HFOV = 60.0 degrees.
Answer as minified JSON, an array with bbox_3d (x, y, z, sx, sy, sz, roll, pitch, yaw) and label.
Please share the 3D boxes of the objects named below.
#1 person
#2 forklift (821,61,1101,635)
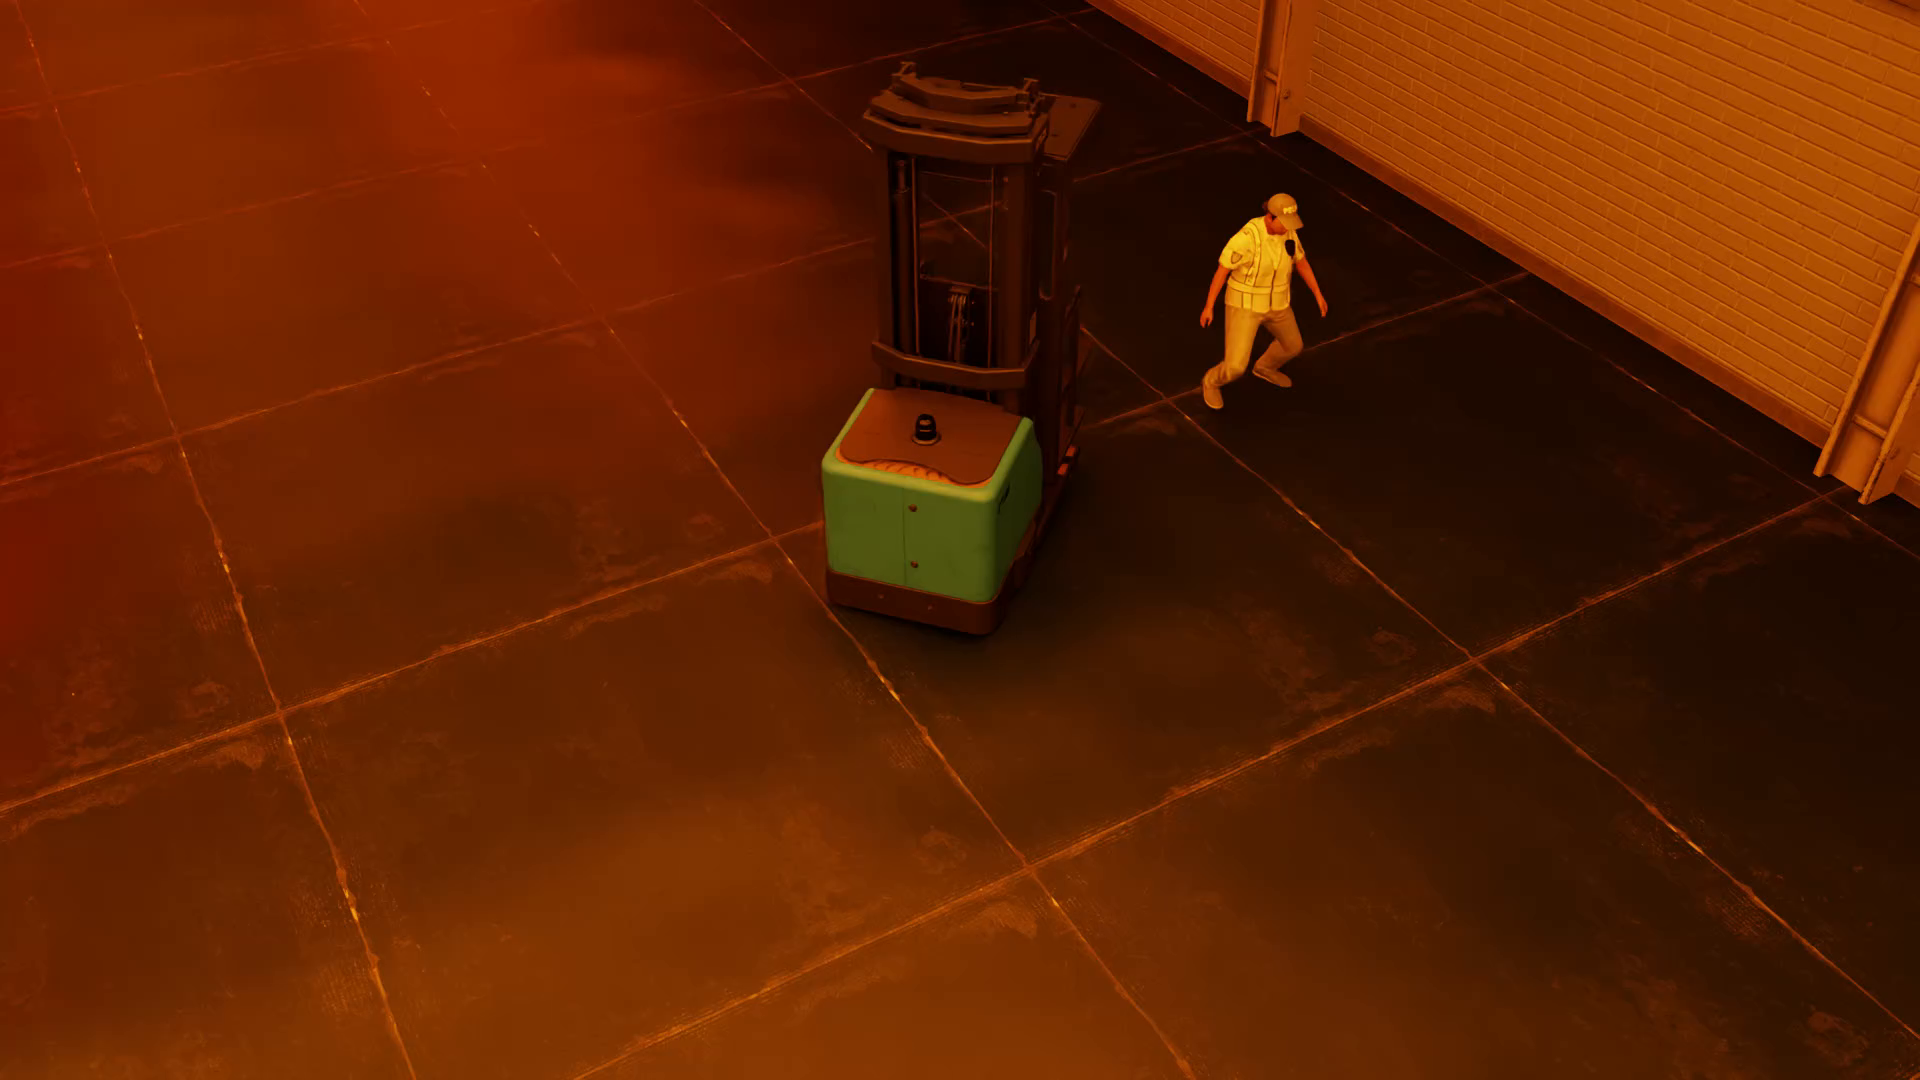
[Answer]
[{"bbox_3d":[2.000,-1.566,11.018,0.864,1.565,0.588,-13,41,-15],"label":"person"},{"bbox_3d":[0.153,-1.532,9.883,1.130,2.935,3.031,12,41,14],"label":"forklift"}]
